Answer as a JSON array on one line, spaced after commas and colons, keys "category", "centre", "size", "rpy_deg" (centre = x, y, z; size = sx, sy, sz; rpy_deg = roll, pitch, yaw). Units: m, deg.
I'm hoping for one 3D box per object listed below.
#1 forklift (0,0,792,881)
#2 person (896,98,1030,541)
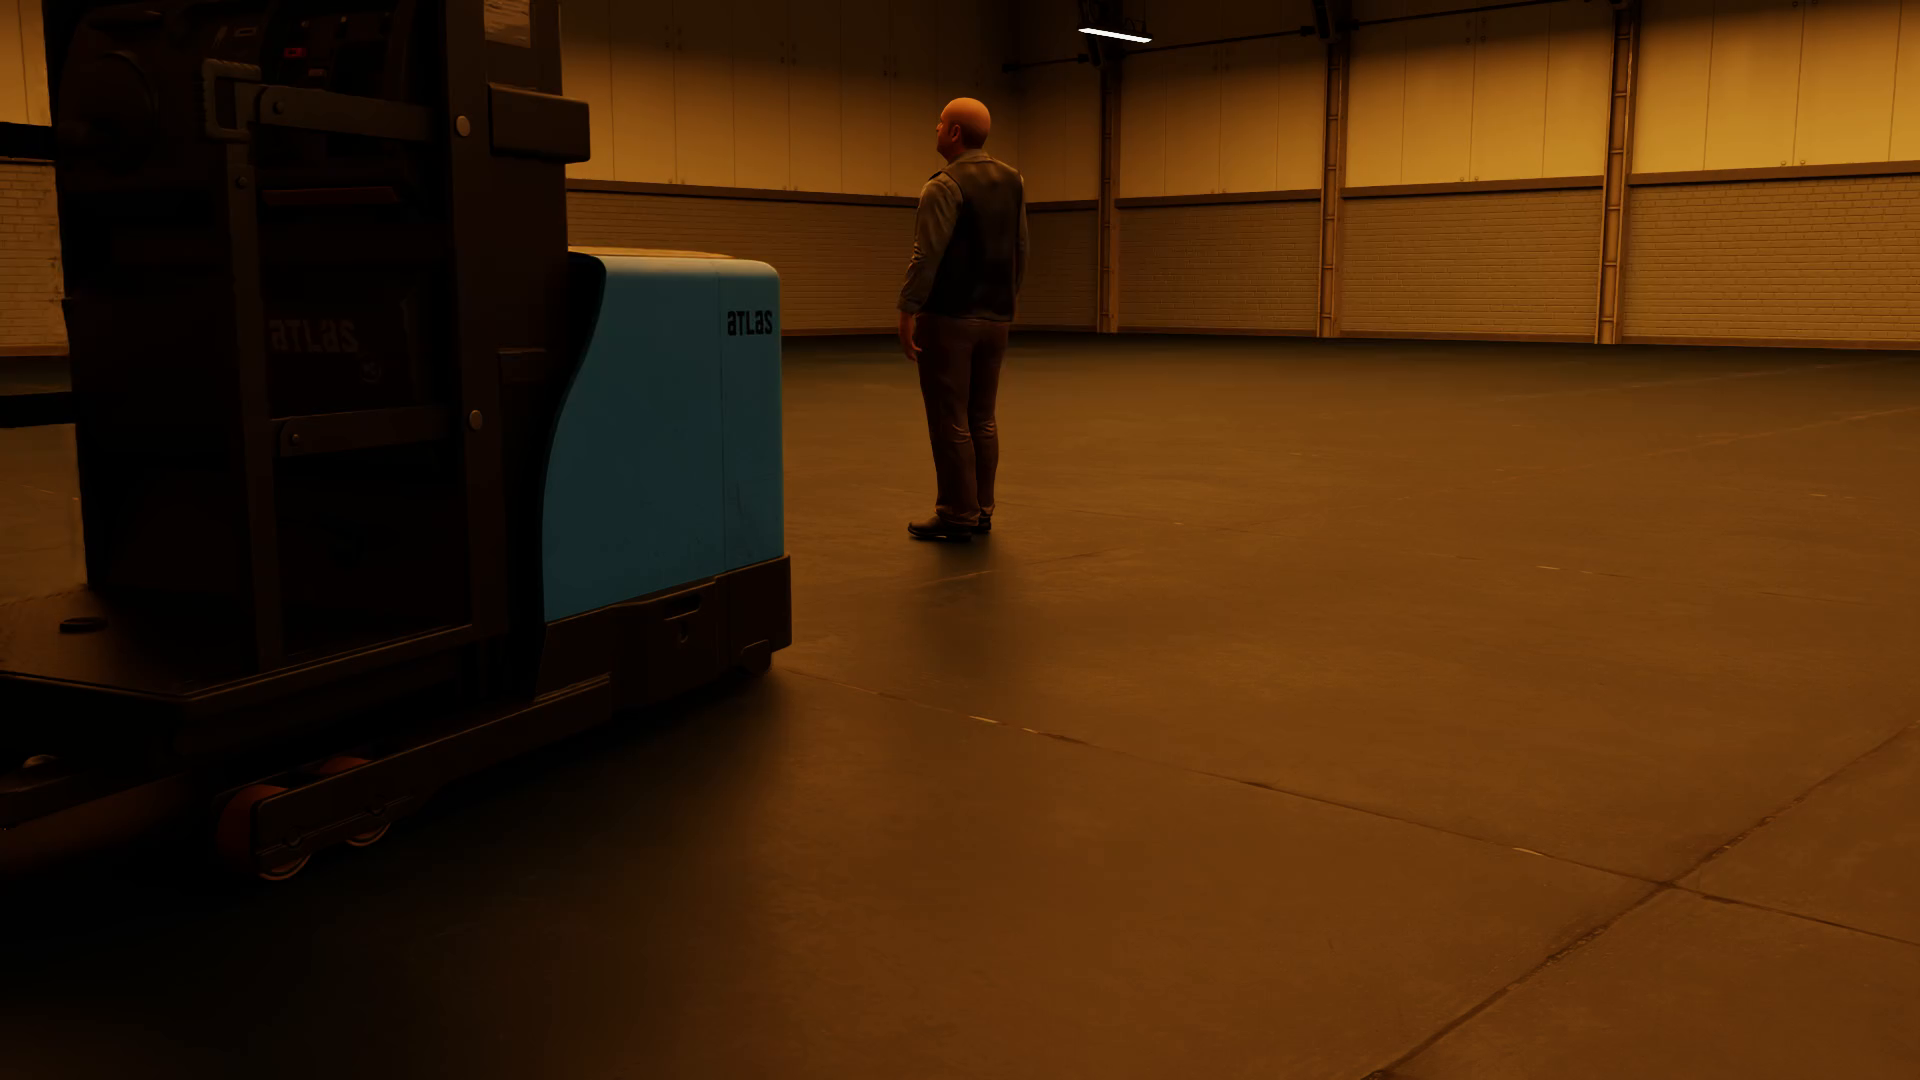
[{"category": "forklift", "centre": [-1.521, -0.938, 3.105], "size": [1.130, 2.935, 3.031], "rpy_deg": [4, 9, 24]}, {"category": "person", "centre": [-0.040, -0.865, 6.637], "size": [0.566, 1.722, 0.633], "rpy_deg": [8, 12, 43]}]
